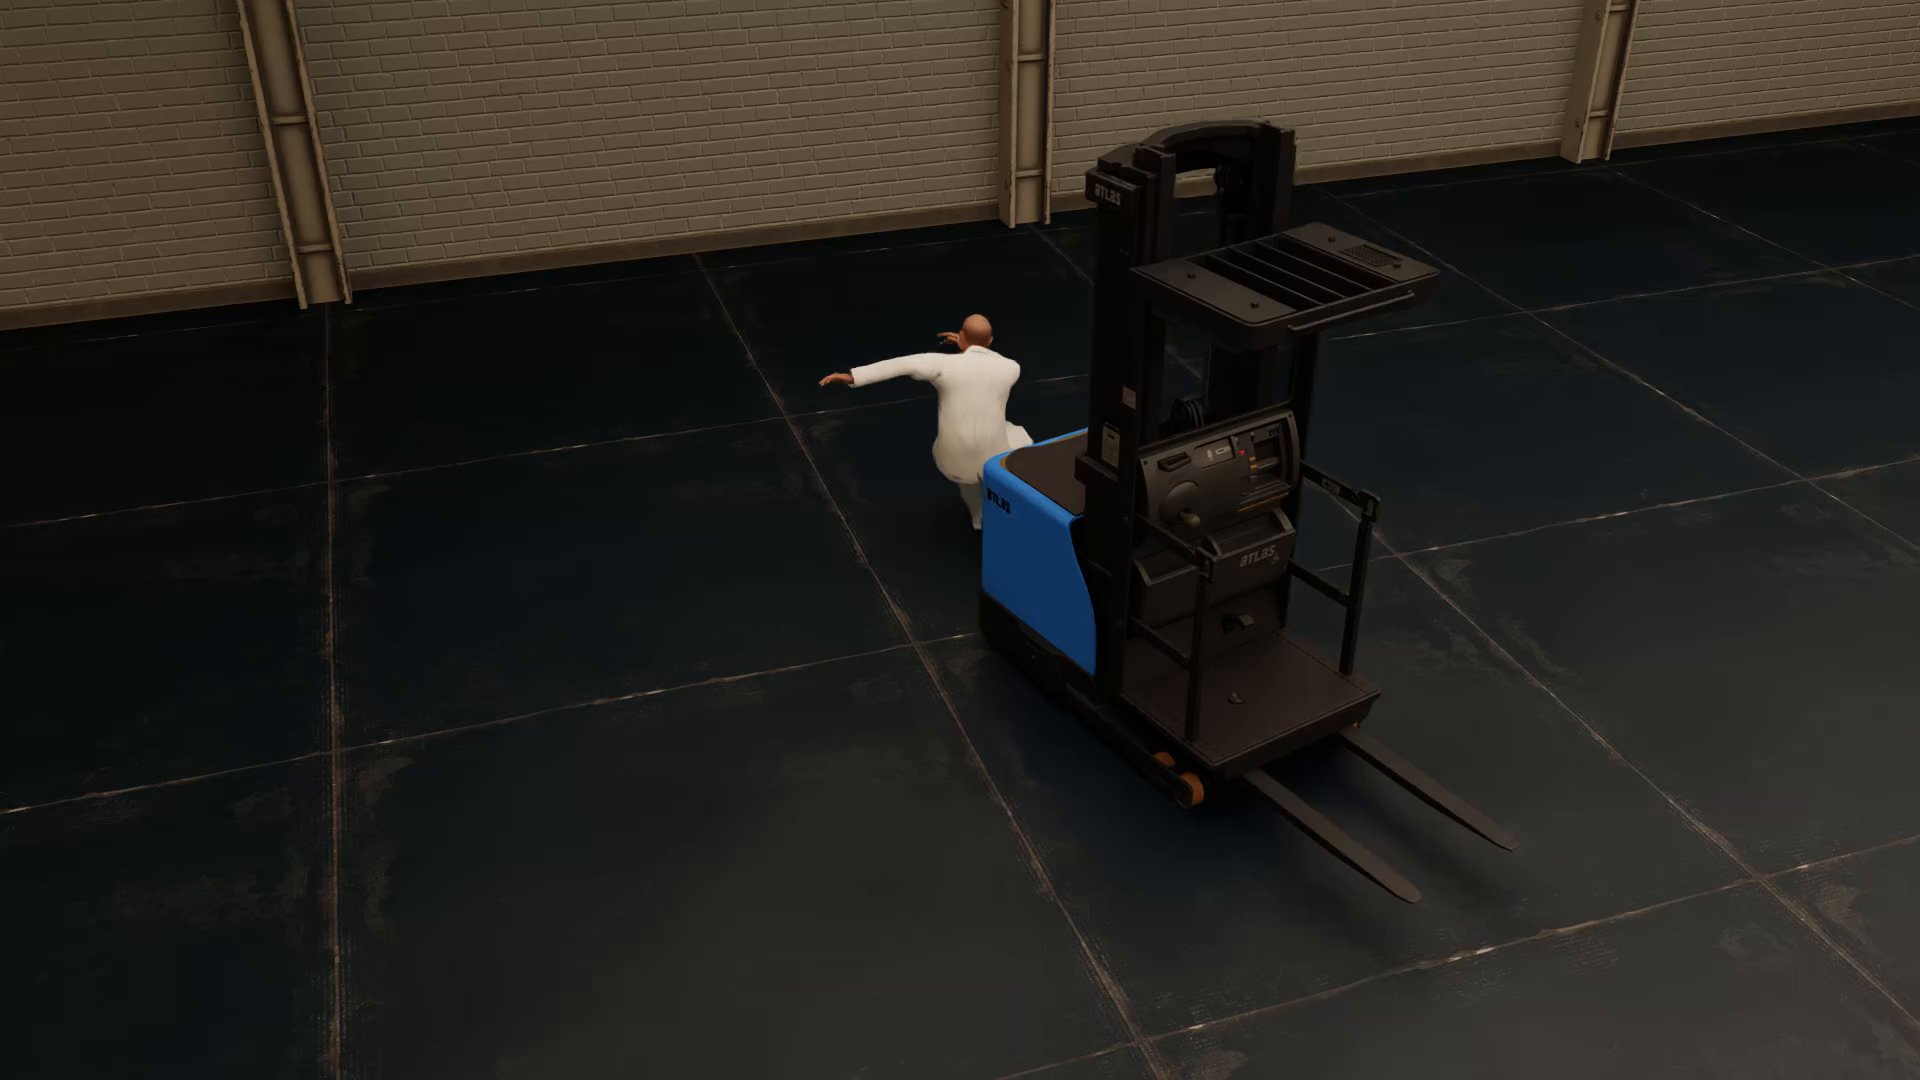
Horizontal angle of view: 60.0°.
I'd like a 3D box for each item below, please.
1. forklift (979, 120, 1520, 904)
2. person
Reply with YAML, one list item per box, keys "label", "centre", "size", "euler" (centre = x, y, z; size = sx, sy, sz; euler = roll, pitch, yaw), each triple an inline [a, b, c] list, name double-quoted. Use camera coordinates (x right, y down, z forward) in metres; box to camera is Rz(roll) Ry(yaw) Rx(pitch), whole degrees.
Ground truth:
- label: "forklift"
  centre: [1.334, -0.281, 7.575]
  size: [1.130, 2.935, 3.031]
  euler: [-18, 35, -29]
- label: "person"
  centre: [-0.082, -0.616, 9.701]
  size: [1.467, 1.450, 0.747]
  euler: [-3, 30, -6]
